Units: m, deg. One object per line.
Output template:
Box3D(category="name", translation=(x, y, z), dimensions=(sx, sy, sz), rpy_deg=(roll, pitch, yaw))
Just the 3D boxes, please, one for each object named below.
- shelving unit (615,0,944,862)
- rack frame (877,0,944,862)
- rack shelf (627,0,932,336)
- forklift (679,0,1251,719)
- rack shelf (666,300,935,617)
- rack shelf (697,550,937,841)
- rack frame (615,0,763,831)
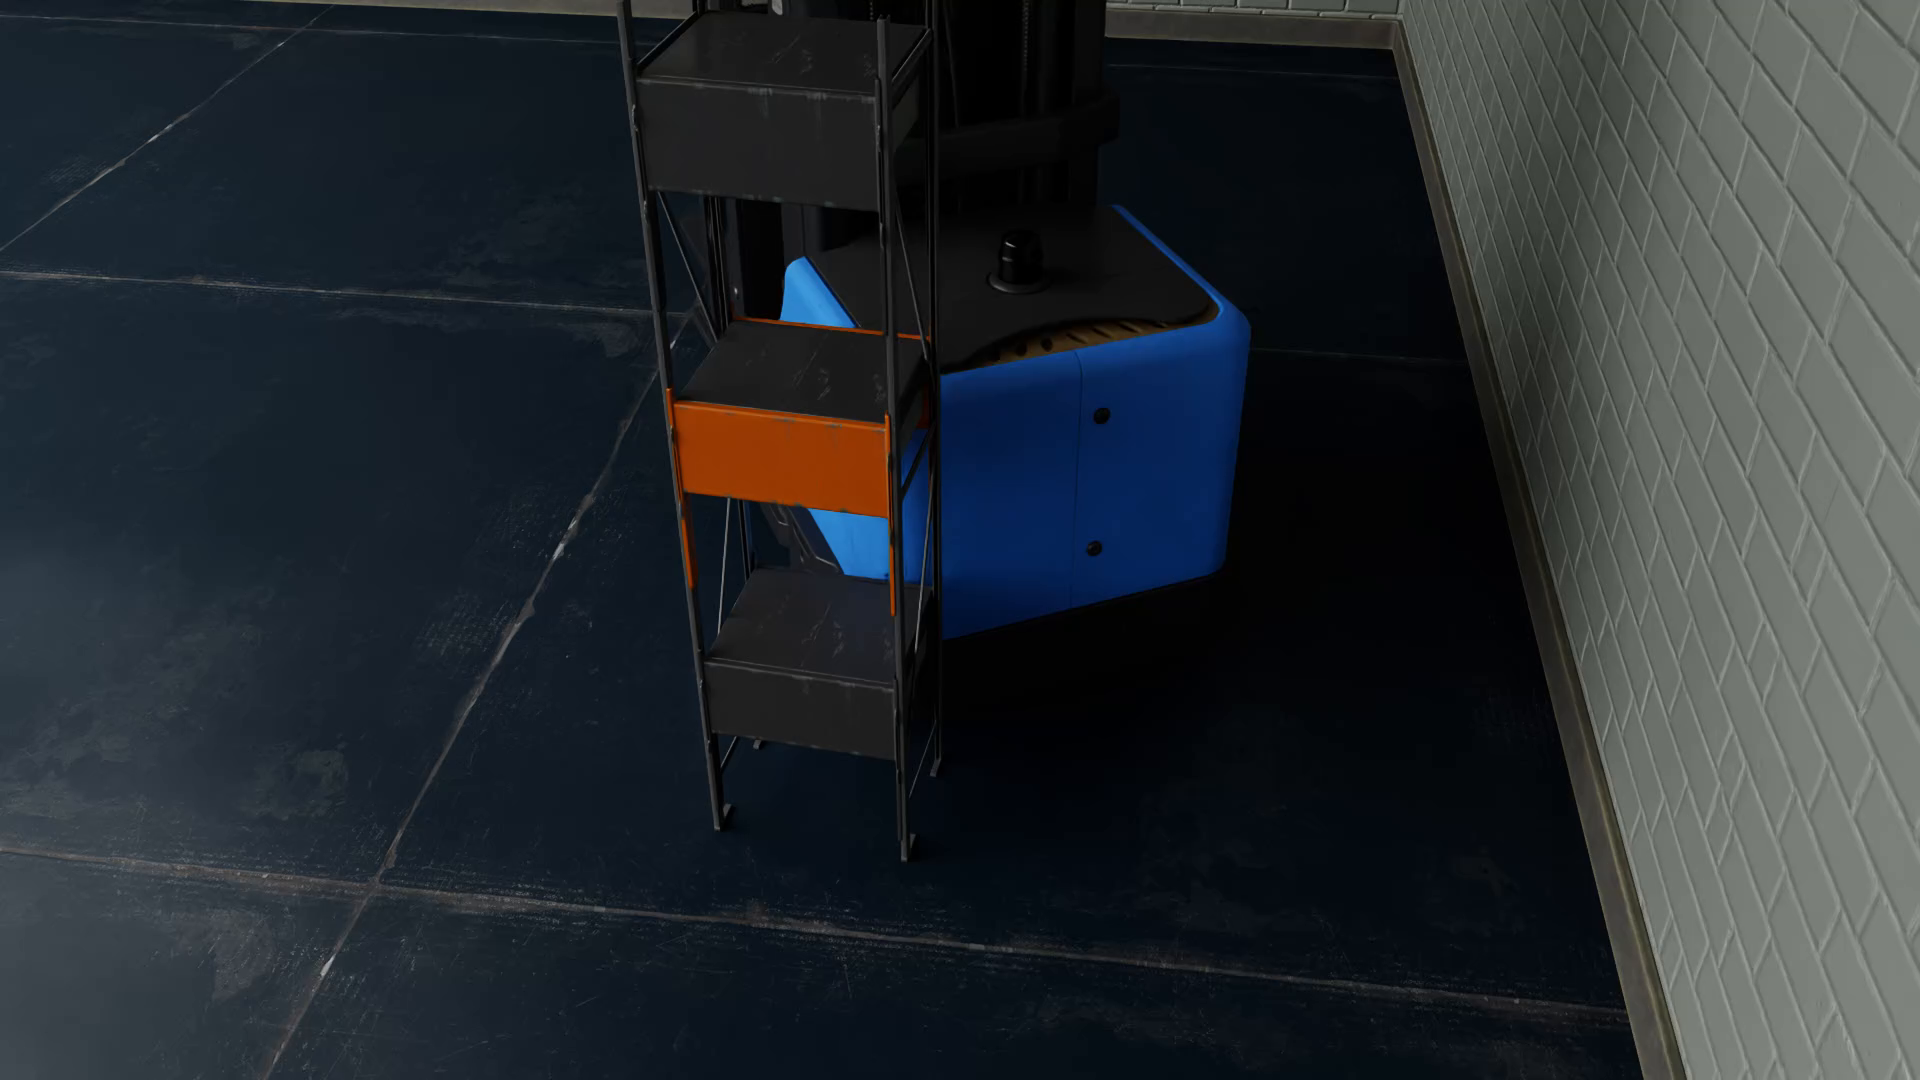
Box3D(category="shelving unit", translation=(-0.333, -0.199, 3.721), dimensions=(0.503, 2.100, 0.431), rpy_deg=(7, 36, 10))
Box3D(category="rack frame", translation=(-0.095, -0.168, 3.678), dimensions=(0.015, 2.100, 0.400), rpy_deg=(7, 36, 10))
Box3D(category="rack shelf", translation=(-0.333, -0.758, 3.323), dimensions=(0.480, 0.518, 0.431), rpy_deg=(7, 36, 10))
Box3D(category="forklift", translation=(-0.255, -1.565, 4.920), dimensions=(1.130, 2.935, 3.031), rpy_deg=(-13, 37, -17))
Box3D(category="rack shelf", translation=(-0.333, -0.188, 3.729), dimensions=(0.480, 0.518, 0.431), rpy_deg=(7, 36, 10))
Box3D(category="rack shelf", translation=(-0.333, 0.382, 4.136), dimensions=(0.480, 0.518, 0.431), rpy_deg=(7, 36, 10))
Box3D(category="rack frame", translation=(-0.571, -0.230, 3.765), dimensions=(0.015, 2.100, 0.400), rpy_deg=(7, 36, 10))
